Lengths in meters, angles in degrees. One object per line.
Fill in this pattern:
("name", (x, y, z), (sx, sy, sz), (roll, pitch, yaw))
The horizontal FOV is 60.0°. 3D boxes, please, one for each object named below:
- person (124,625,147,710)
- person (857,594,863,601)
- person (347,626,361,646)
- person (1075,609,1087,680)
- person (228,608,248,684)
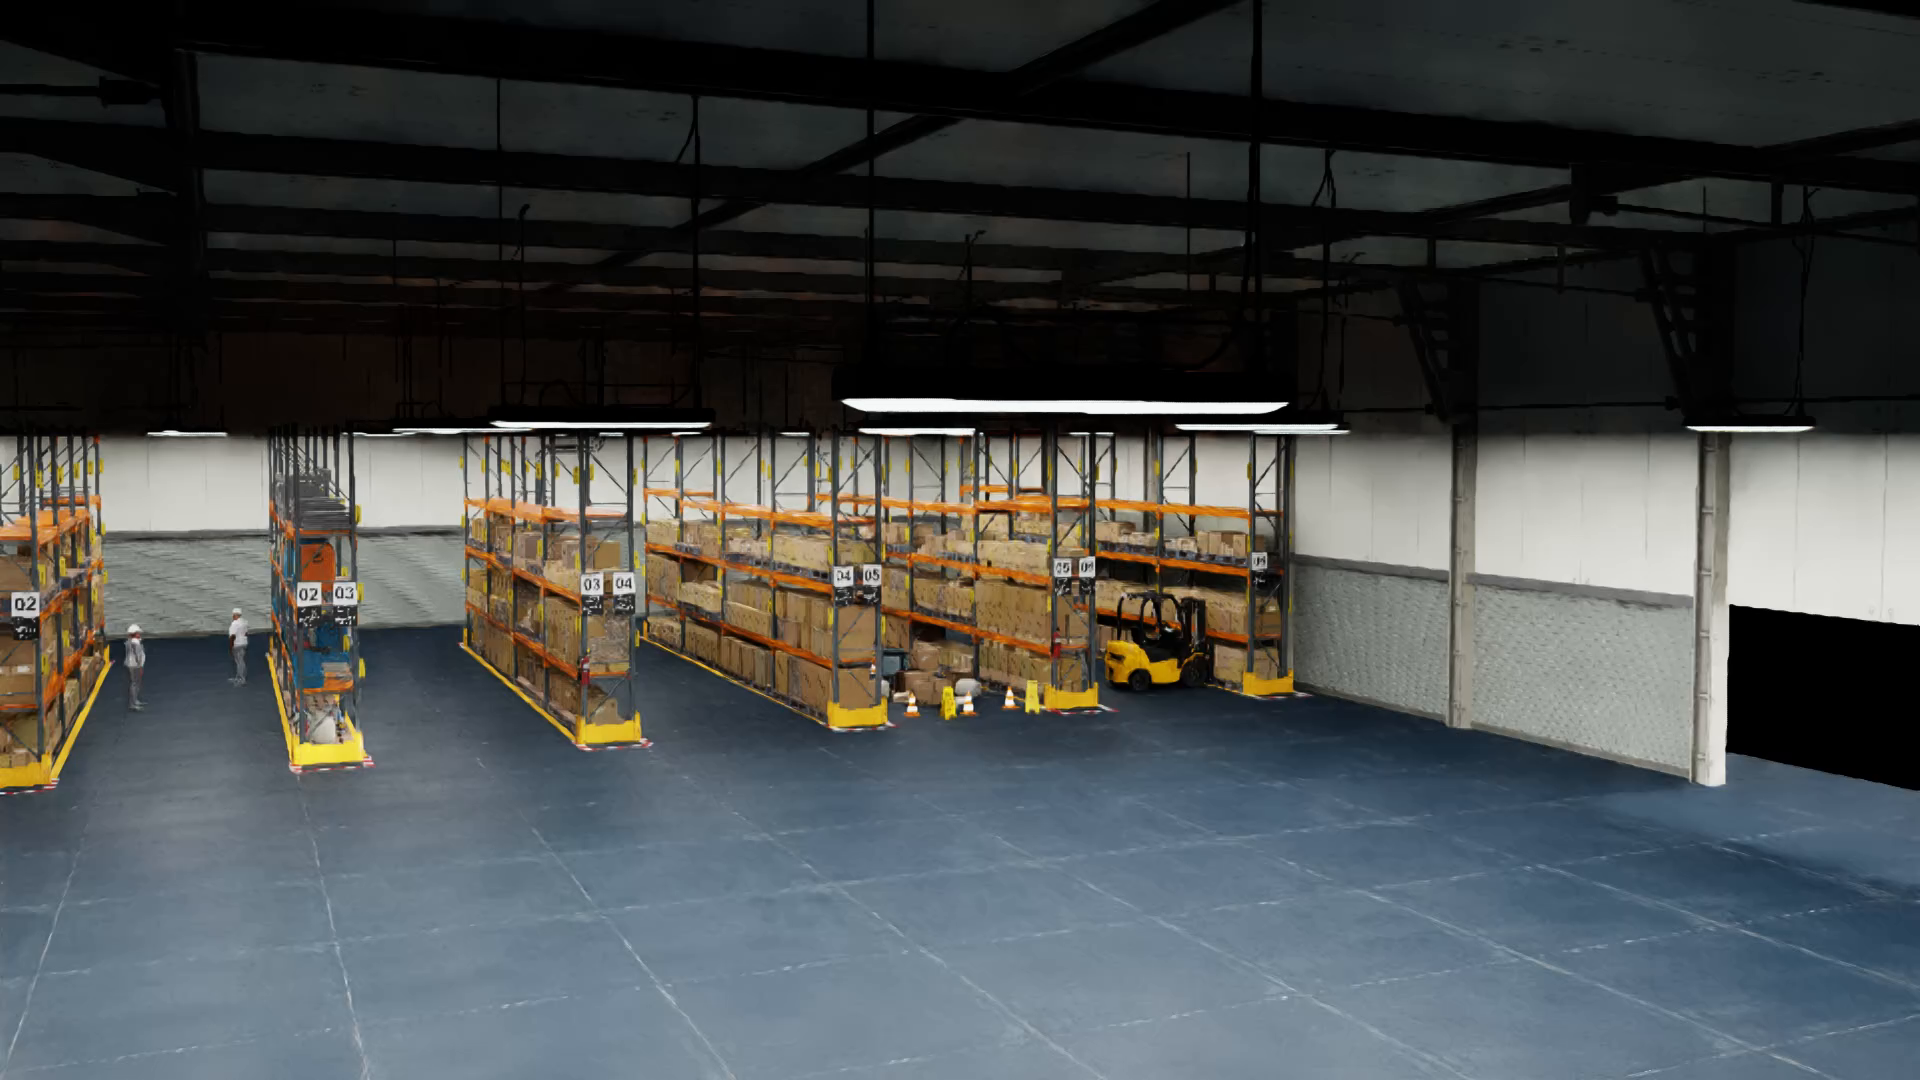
("person", (-17.393, 2.669, 35.144), (0.595, 1.777, 0.466), (3, 5, 43))
("person", (-2.597, 2.236, 43.173), (0.575, 1.664, 0.576), (0, 3, -3))
("person", (-16.818, 2.039, 45.478), (0.528, 1.784, 0.707), (1, 4, 10))
("person", (2.793, 2.468, 39.428), (0.455, 1.677, 0.525), (0, 4, 6))
("person", (-16.857, 2.457, 38.776), (0.580, 1.763, 0.673), (0, 3, 1))
